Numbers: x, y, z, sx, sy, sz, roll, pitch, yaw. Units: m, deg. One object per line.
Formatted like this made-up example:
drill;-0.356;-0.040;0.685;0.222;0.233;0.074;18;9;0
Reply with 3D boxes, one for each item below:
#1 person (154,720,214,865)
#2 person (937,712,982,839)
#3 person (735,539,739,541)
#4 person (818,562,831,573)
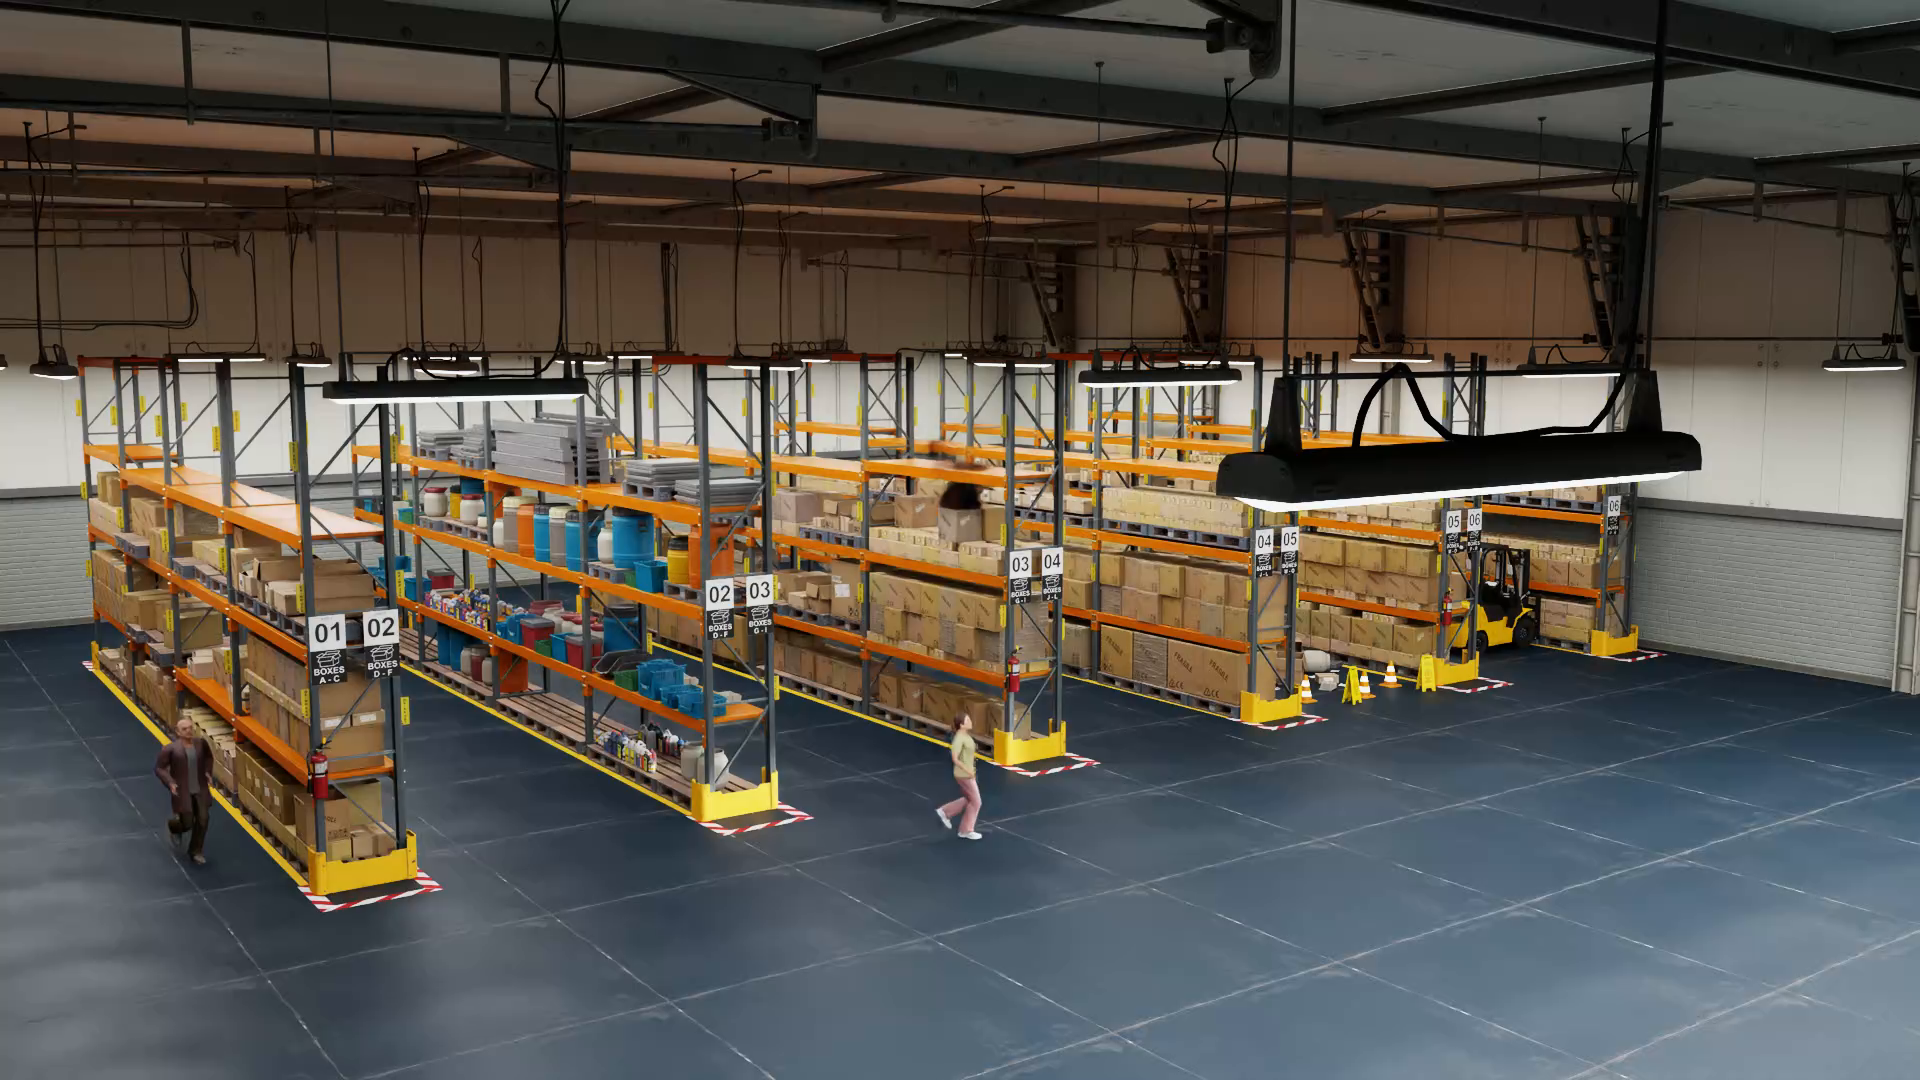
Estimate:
person;-9.374;3.034;20.197;0.756;1.743;0.711;7;10;43
person;-0.011;2.980;21.083;0.580;1.642;0.577;0;7;2
person;-5.347;0.781;39.376;0.659;1.595;0.517;0;7;0
person;-3.348;0.294;42.921;0.595;1.680;0.649;-5;9;-37
